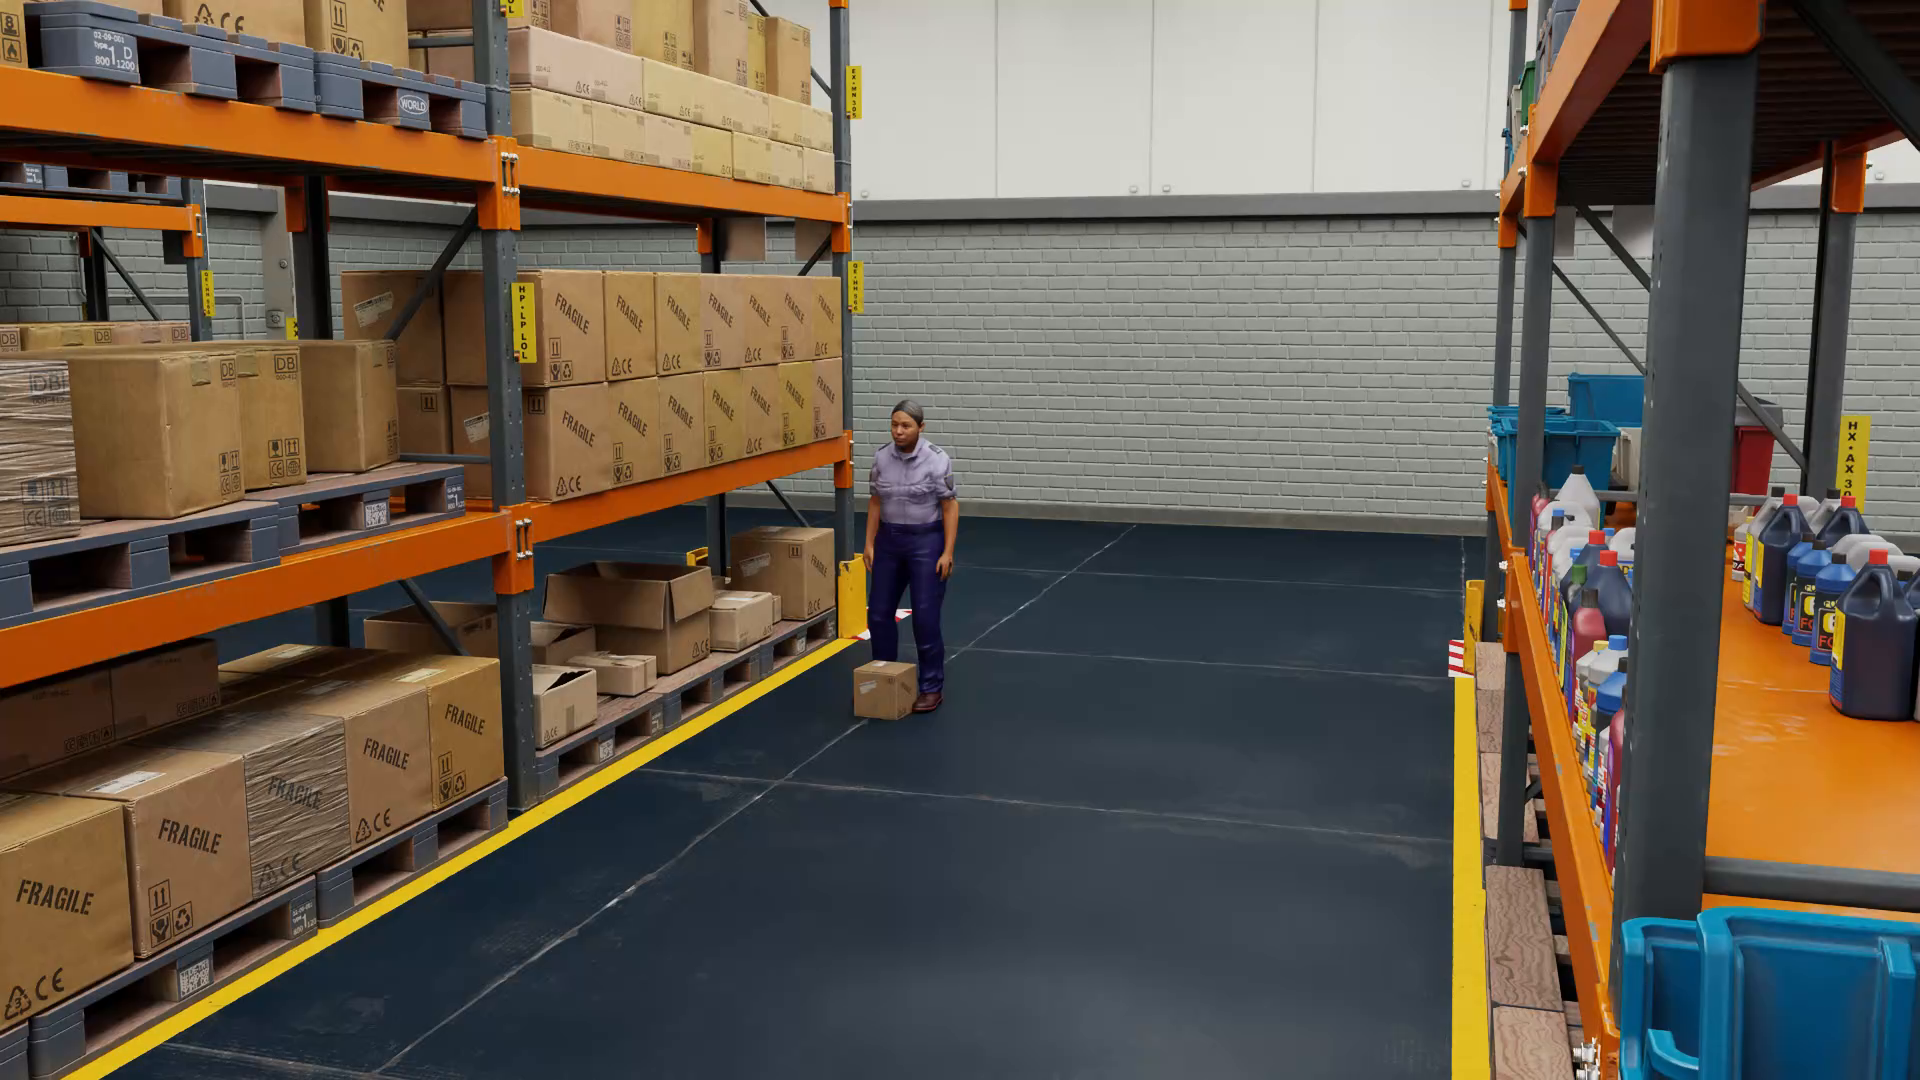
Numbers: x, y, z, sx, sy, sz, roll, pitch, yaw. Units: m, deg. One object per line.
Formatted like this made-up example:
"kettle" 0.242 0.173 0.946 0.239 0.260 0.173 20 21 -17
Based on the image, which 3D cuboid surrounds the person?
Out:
"person" -0.281 0.070 8.898 0.562 1.651 0.374 4 9 25
